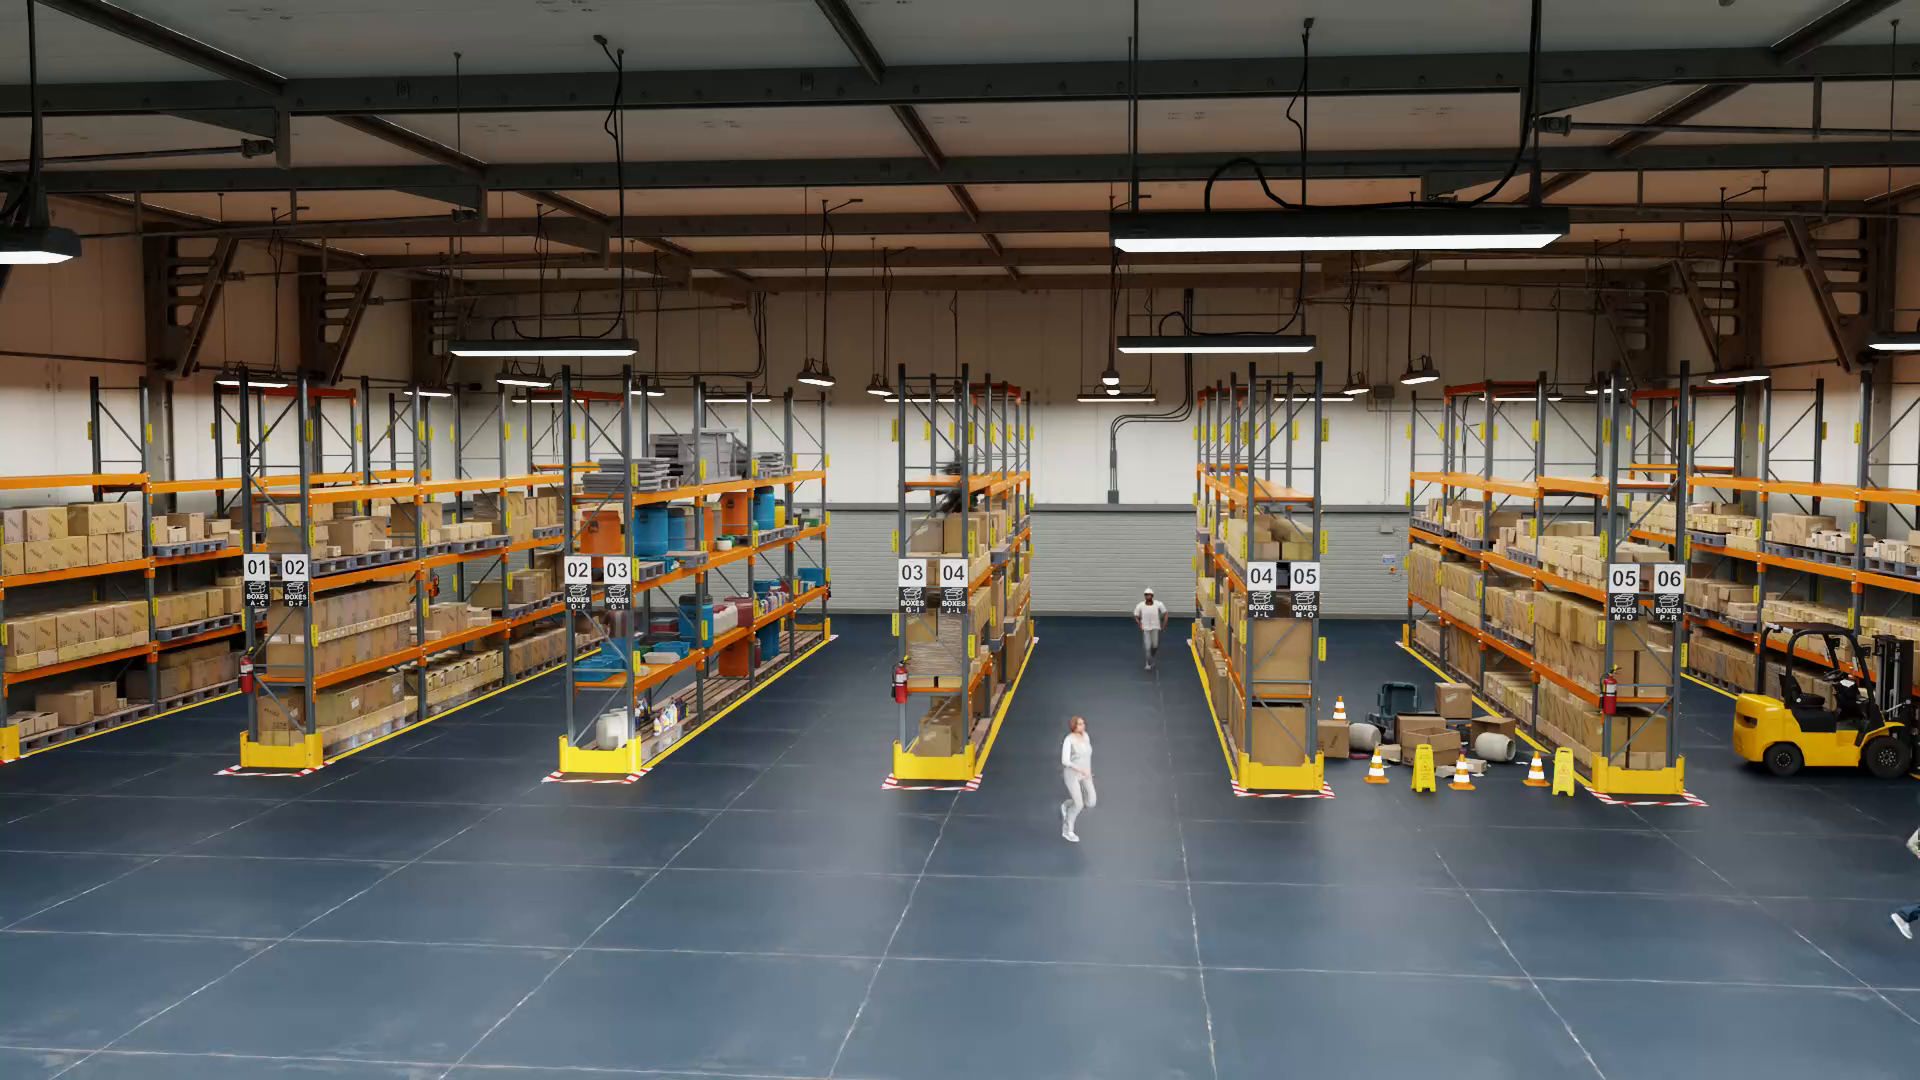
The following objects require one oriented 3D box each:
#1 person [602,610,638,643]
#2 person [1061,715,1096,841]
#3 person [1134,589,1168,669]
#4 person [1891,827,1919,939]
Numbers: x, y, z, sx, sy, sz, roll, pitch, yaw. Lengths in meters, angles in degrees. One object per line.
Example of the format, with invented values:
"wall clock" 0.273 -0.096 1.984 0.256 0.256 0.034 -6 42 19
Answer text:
"person" -6.780 2.002 33.052 0.698 1.733 0.634 0 4 -6
"person" 1.458 2.924 20.447 0.558 1.563 0.609 -3 5 -41
"person" 4.016 1.887 35.094 0.711 1.721 0.549 1 4 9
"person" 9.305 3.191 15.857 0.547 1.570 0.822 -3 5 -38
